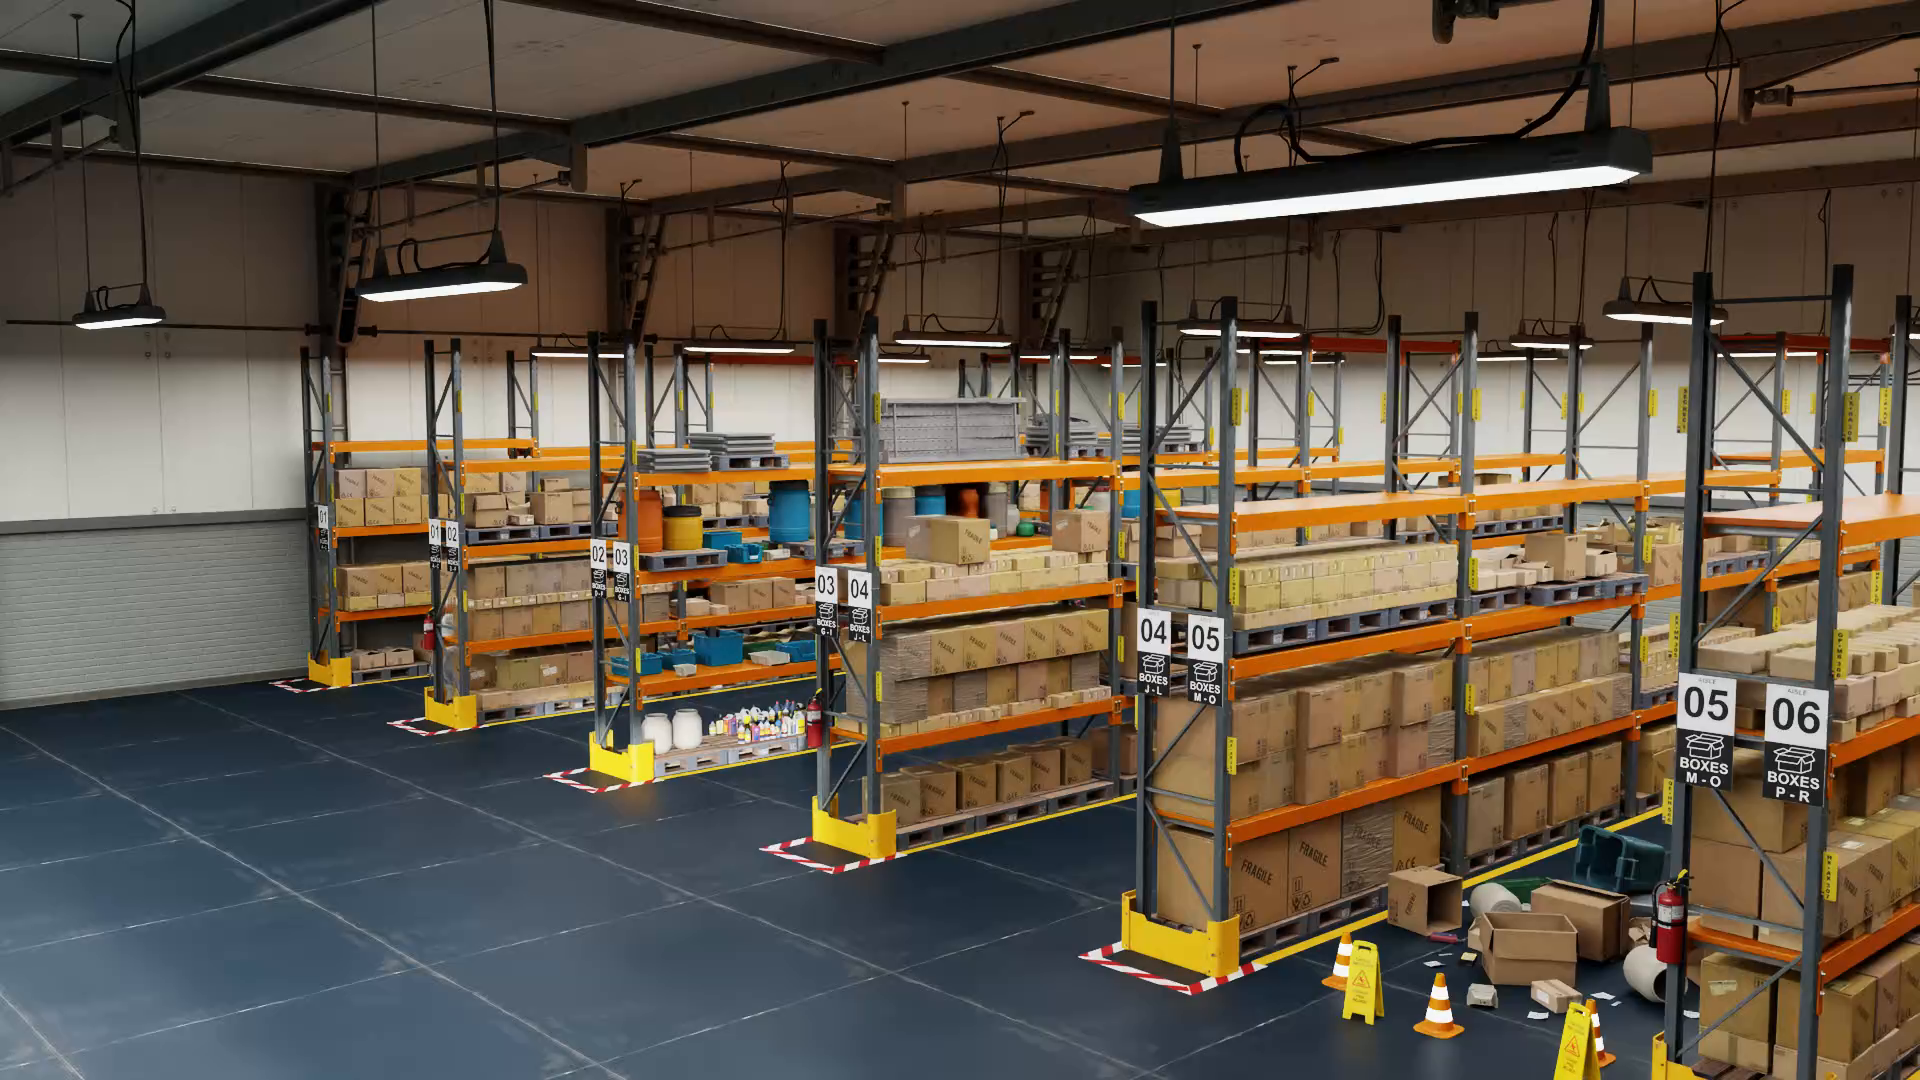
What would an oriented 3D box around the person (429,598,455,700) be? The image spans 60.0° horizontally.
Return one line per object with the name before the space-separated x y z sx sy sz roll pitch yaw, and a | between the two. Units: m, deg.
person | -8.700 1.843 27.828 0.695 1.736 0.585 4 7 40
